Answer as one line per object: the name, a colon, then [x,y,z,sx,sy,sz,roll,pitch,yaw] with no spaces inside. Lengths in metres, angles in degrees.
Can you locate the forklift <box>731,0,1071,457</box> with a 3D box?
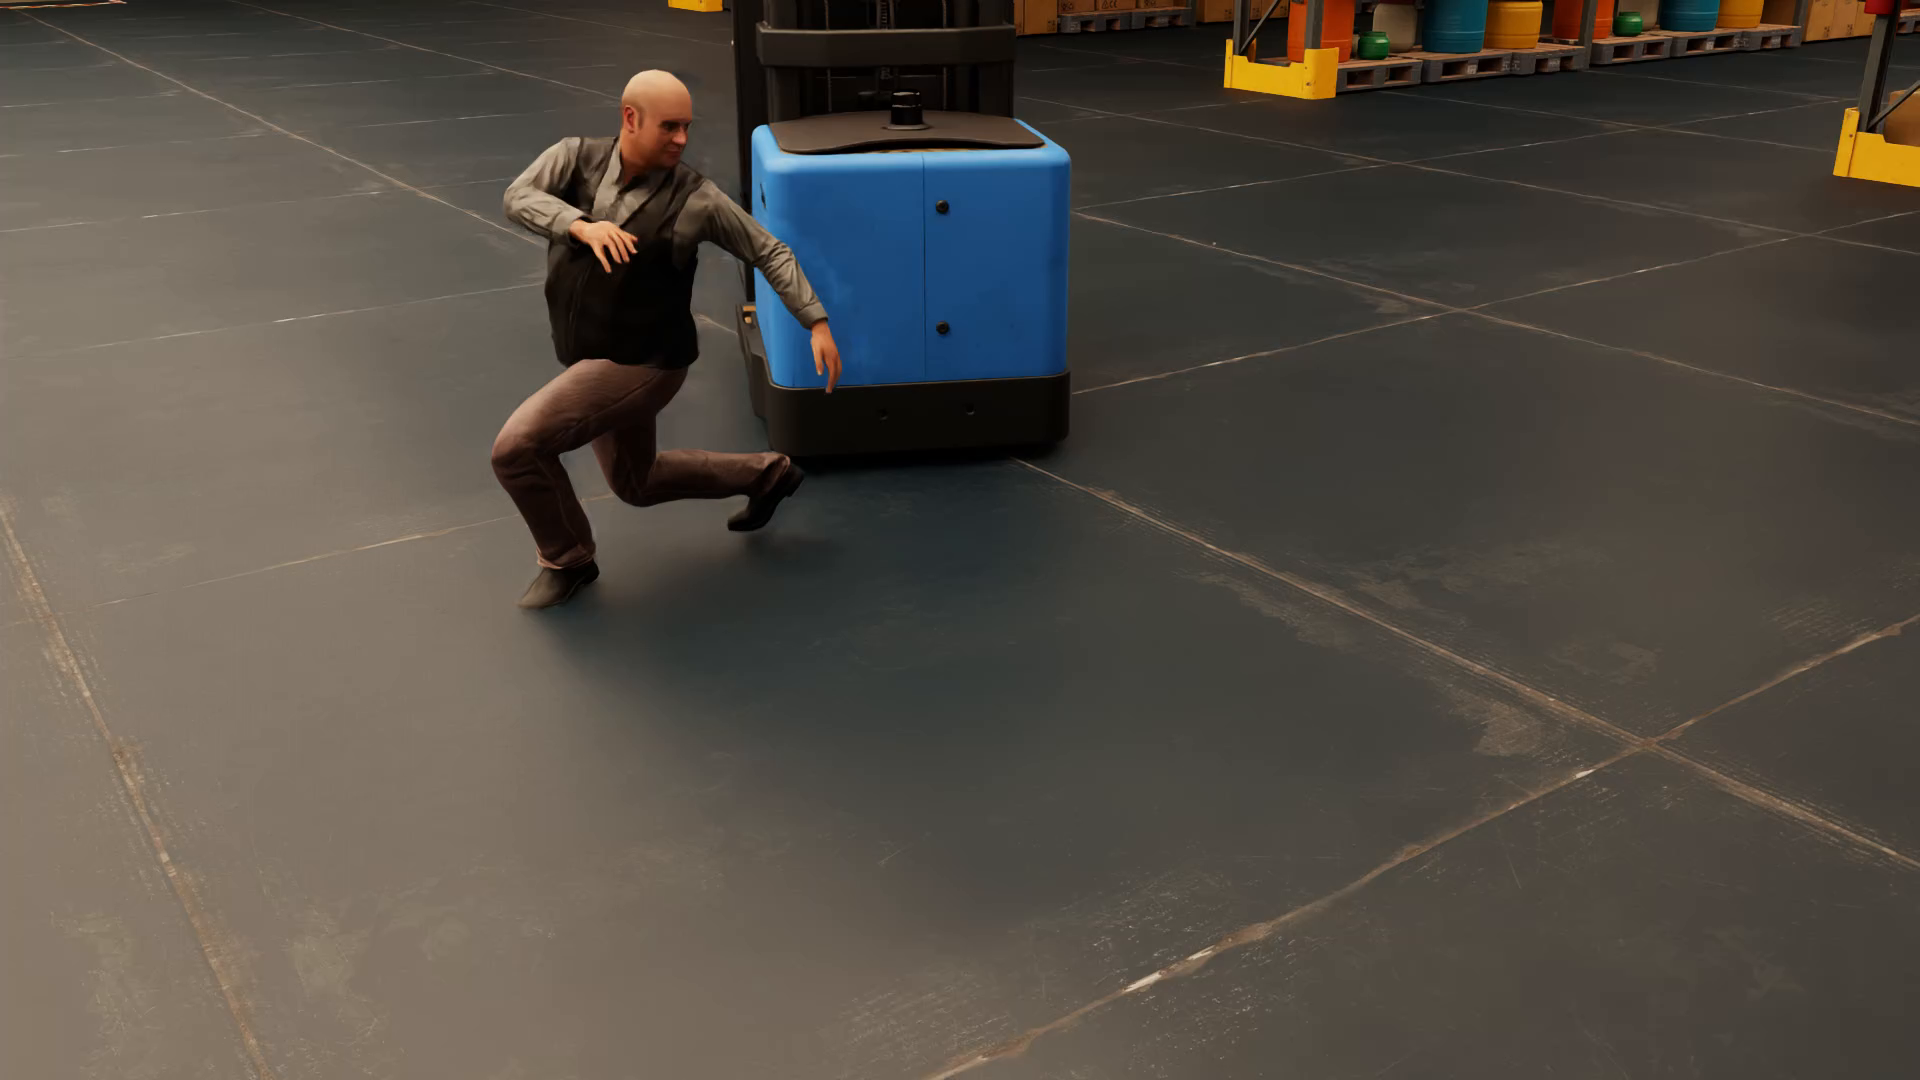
forklift: [-0.376,-2.163,6.598,1.130,2.935,3.031,-4,22,-9]

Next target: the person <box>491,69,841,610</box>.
person: [-0.832,-0.539,4.632,0.730,1.490,0.956,21,30,41]
